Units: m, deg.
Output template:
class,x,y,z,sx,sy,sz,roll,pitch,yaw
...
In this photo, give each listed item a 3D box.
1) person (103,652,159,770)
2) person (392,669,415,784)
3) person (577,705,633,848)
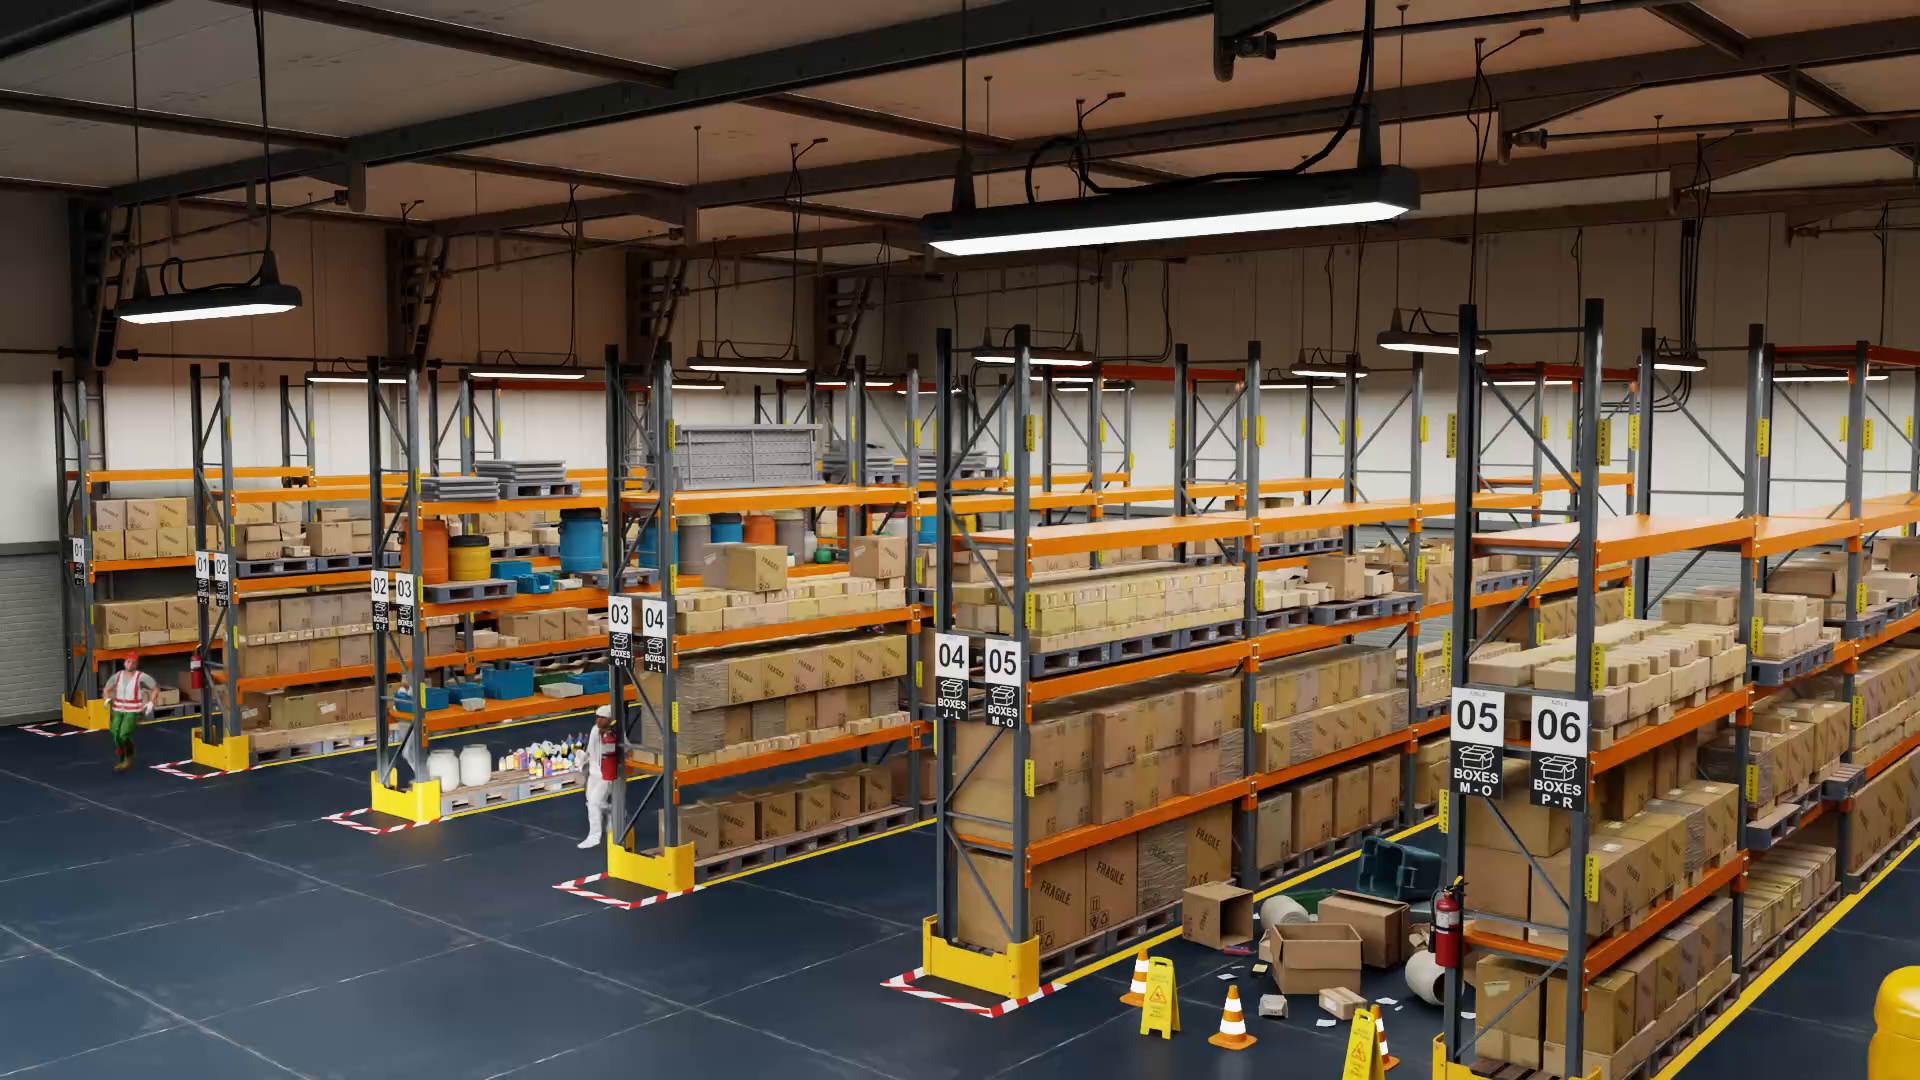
class,x,y,z,sx,sy,sz,roll,pitch,yaw
person,-12.226,2.526,24.425,0.737,1.736,0.553,0,4,-4
person,-7.810,2.638,23.484,0.595,1.665,0.545,2,5,25
person,-4.236,2.852,20.205,0.736,1.748,0.732,3,5,37
